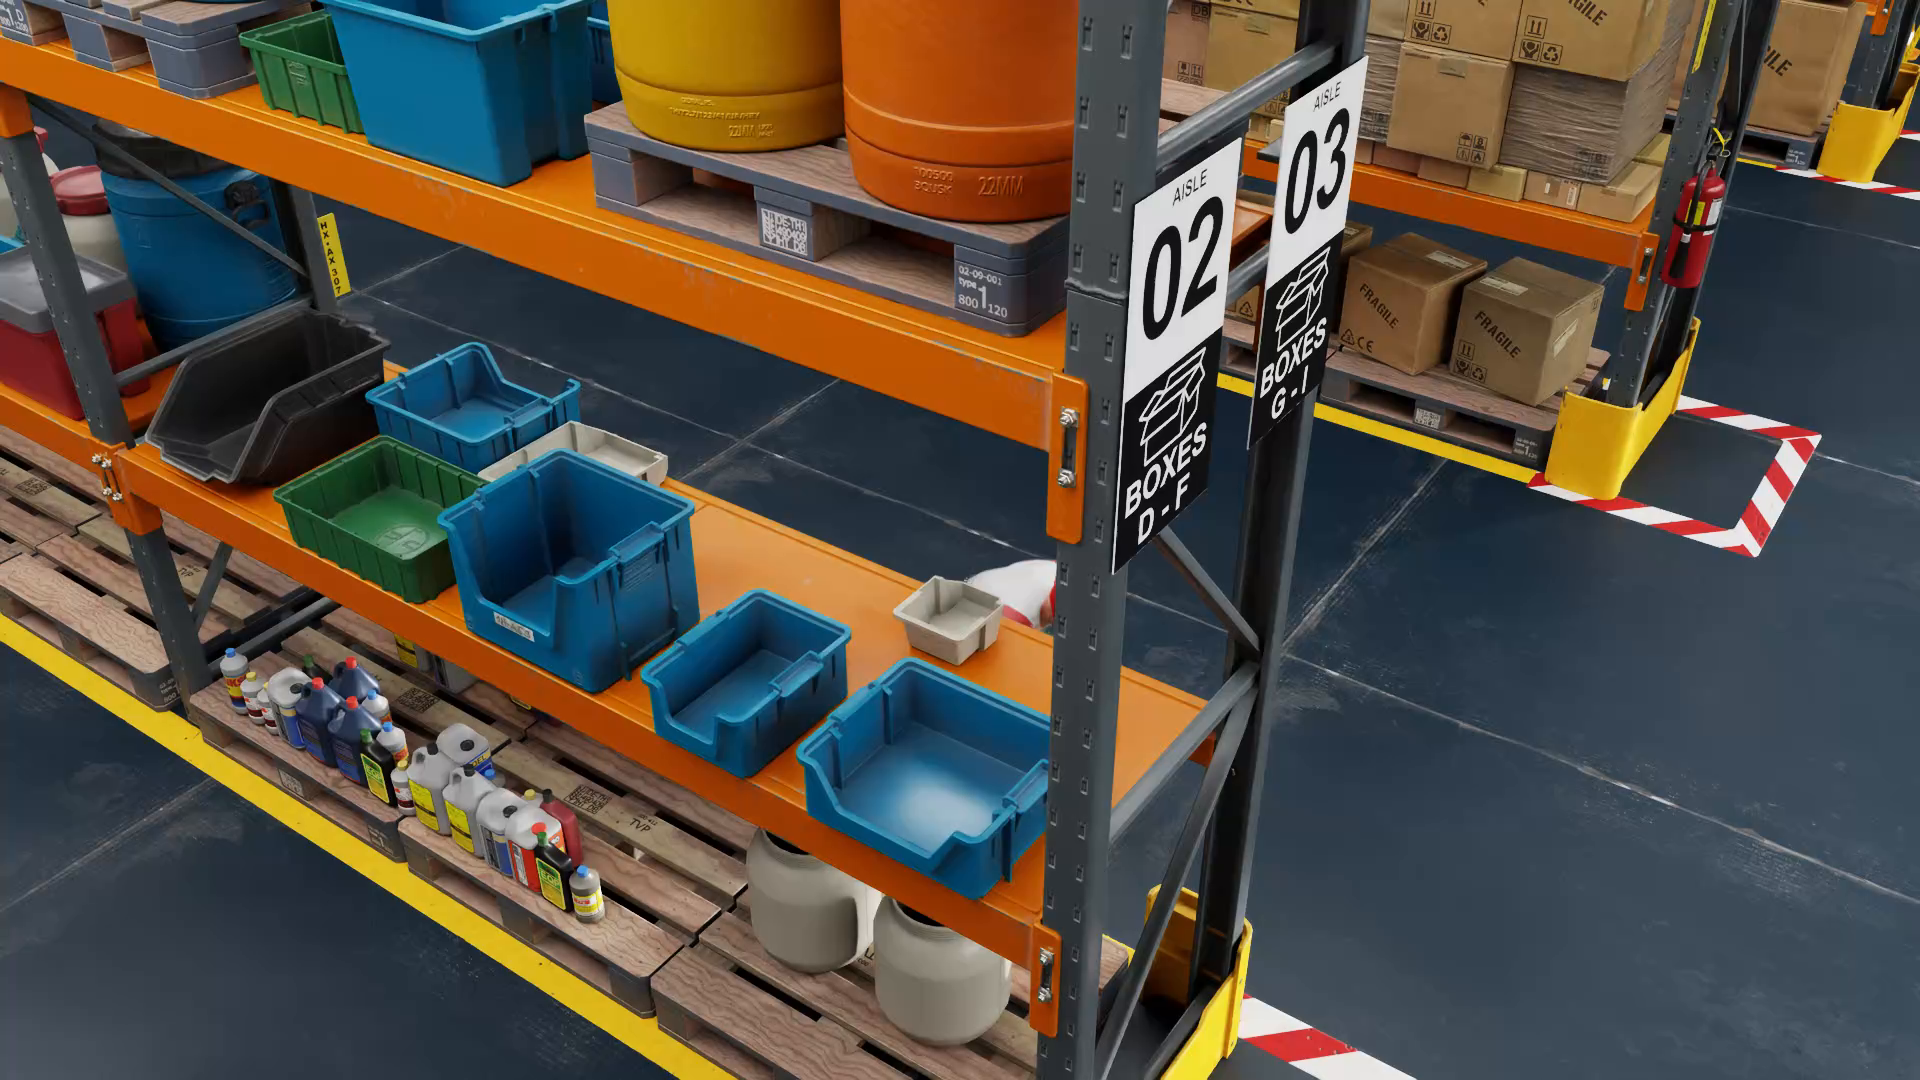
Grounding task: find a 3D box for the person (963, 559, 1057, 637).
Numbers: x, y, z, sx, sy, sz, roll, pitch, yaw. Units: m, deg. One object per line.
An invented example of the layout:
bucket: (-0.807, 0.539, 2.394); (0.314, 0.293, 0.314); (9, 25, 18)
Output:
person: (0.224, 0.441, 6.176); (0.544, 1.008, 0.897); (-23, 41, -30)
